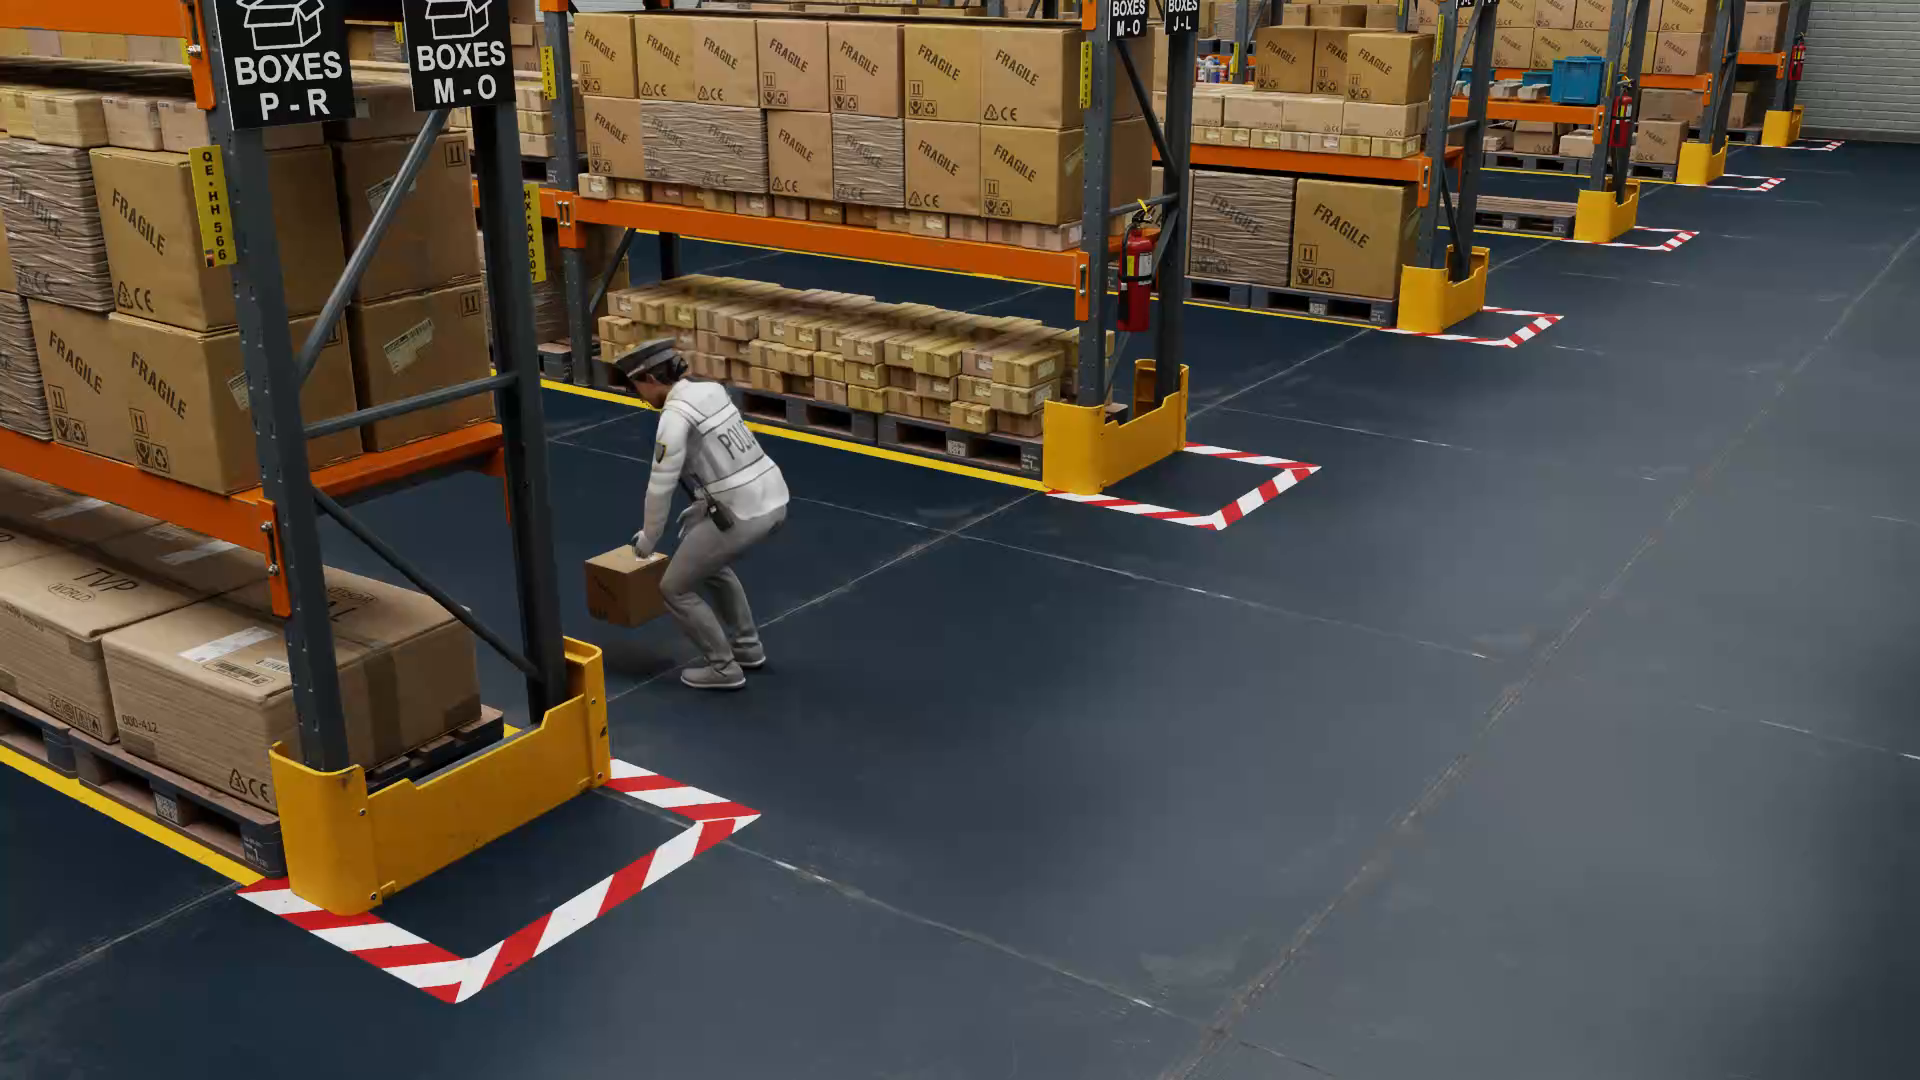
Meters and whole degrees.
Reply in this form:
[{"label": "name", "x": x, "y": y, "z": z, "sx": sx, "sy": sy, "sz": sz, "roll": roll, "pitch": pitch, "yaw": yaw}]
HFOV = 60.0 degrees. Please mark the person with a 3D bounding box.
[{"label": "person", "x": -1.041, "y": -0.102, "z": 6.711, "sx": 0.666, "sy": 1.430, "sz": 0.534, "roll": 8, "pitch": 21, "yaw": 21}]
